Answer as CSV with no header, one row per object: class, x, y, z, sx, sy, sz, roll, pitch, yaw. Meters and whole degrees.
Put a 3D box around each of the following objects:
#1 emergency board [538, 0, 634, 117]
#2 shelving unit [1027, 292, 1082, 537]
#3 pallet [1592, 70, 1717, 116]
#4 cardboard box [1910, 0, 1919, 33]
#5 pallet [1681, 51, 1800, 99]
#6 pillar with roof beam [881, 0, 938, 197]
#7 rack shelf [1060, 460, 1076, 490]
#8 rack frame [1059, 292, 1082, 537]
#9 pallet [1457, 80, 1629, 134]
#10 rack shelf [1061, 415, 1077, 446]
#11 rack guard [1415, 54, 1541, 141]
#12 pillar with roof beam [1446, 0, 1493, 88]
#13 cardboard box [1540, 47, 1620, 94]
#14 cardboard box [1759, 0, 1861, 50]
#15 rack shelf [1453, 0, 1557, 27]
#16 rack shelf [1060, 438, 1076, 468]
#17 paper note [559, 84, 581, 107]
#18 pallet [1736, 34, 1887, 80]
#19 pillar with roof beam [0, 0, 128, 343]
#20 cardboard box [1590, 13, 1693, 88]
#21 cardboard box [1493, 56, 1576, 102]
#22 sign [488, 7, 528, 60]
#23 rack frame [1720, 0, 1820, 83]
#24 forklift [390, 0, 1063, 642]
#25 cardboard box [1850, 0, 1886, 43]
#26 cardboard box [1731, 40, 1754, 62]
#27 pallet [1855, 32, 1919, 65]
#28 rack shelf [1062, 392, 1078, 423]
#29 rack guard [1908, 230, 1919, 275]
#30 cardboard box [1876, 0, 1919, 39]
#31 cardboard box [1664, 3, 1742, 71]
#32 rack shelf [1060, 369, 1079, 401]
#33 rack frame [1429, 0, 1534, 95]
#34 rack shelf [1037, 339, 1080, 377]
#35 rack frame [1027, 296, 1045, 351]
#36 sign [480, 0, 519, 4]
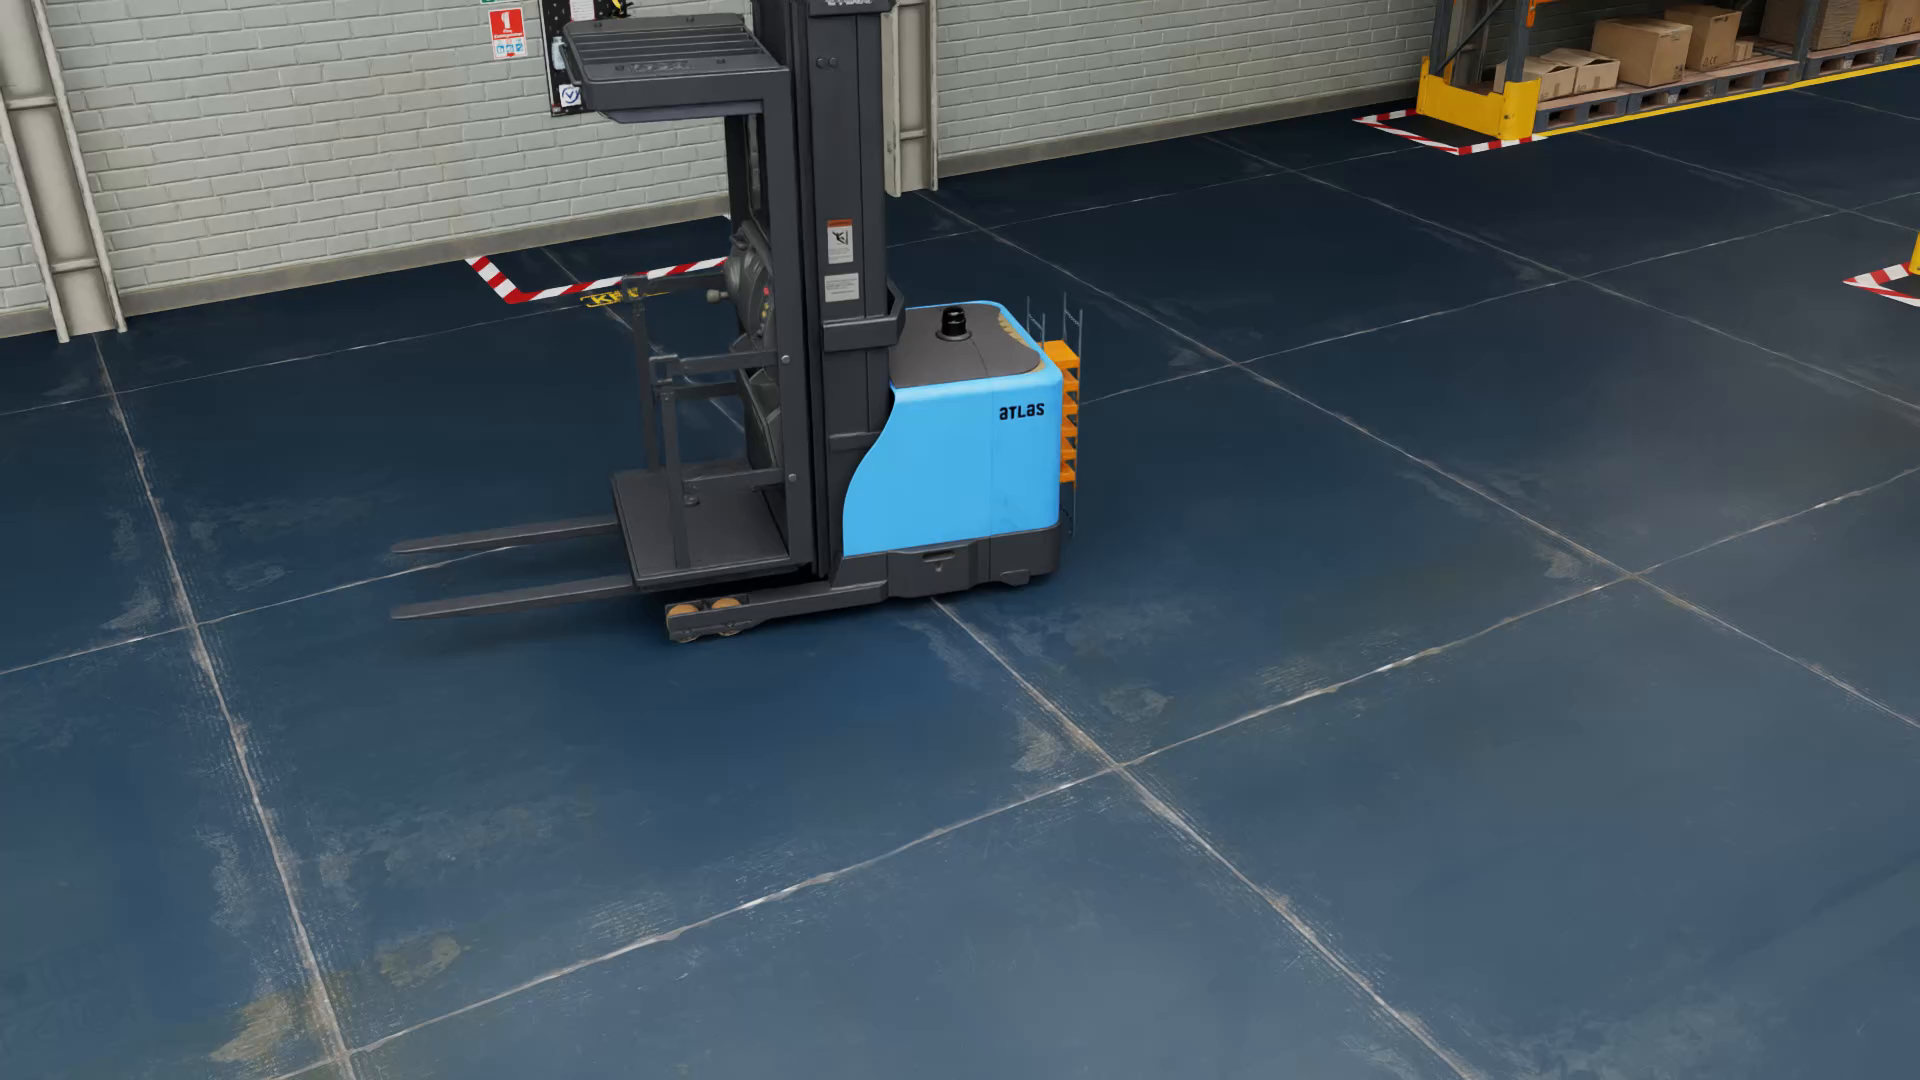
emergency board,-2.571,-3.551,11.579,0.643,1.169,0.194,-16,33,-26
shelving unit,0.442,-0.582,8.063,0.189,1.200,0.258,-8,30,-14
pallet,6.421,-4.355,15.923,1.213,0.211,1.003,-16,33,-26
cardboard box,9.973,-5.724,17.649,0.500,0.500,0.700,-16,33,-27
pallet,7.475,-4.656,16.468,1.213,0.211,1.003,-16,33,-26
pillar with roof beam,1.760,-4.973,7.947,0.400,9.000,9.100,-16,33,-26
rack shelf,0.442,-0.333,8.200,0.180,0.103,0.258,-8,30,-14
rack frame,0.530,-0.594,8.085,0.006,1.200,0.240,-8,30,-14
pallet,5.371,-4.058,15.385,1.213,0.211,1.003,-16,33,-26
rack shelf,0.442,-0.543,8.084,0.180,0.103,0.258,-8,30,-14
rack guard,4.652,-4.001,14.982,0.348,0.500,1.175,-16,33,-26
pillar with roof beam,6.933,-6.441,10.609,0.400,9.000,9.100,-16,33,-26
cardboard box,5.721,-4.363,15.380,0.500,0.311,0.500,-13,31,-22
cardboard box,8.662,-5.341,16.955,0.500,0.500,0.700,-15,32,-25
rack shelf,6.311,-5.251,15.405,4.000,0.370,1.077,-16,33,-26
rack shelf,0.442,-0.438,8.142,0.180,0.103,0.258,-8,30,-14
paper note,-2.758,-3.150,11.766,0.142,0.148,0.016,-16,33,-26
pallet,8.706,-5.026,17.139,1.213,0.211,1.003,-16,33,-26
pillar with roof beam,-3.413,-3.504,5.286,0.400,9.000,9.100,-16,33,-26
cardboard box,6.378,-4.605,15.621,0.500,0.500,0.700,-18,34,-29
cardboard box,5.229,-4.224,15.127,0.500,0.311,0.500,-20,35,-32
sign,-3.100,-3.474,11.403,0.234,0.329,0.001,-16,33,-26
rack frame,8.036,-6.056,16.119,0.127,3.000,1.000,-16,33,-26
forklift,-1.100,-1.112,7.231,3.031,2.935,1.130,-8,30,-14
cardboard box,9.082,-5.488,17.222,0.500,0.500,0.700,-17,33,-27
cardboard box,7.590,-4.864,16.437,0.250,0.166,0.380,-21,35,-33
pallet,9.759,-5.327,17.683,1.213,0.211,1.003,-16,33,-26
rack shelf,0.442,-0.648,8.026,0.180,0.103,0.258,-8,30,-14
rack guard,7.079,-1.914,11.200,0.348,0.500,1.175,-16,33,-26
cardboard box,9.542,-5.596,17.418,0.500,0.500,0.700,-15,32,-26
cardboard box,7.161,-4.883,16.126,0.500,0.500,0.500,-19,34,-30
rack shelf,0.442,-0.753,7.968,0.180,0.103,0.258,-8,30,-14
rack frame,4.587,-5.077,14.344,0.127,3.000,1.000,-16,33,-26
rack shelf,0.442,-0.858,7.910,0.180,0.103,0.258,-8,30,-14
rack frame,0.354,-0.569,8.040,0.006,1.200,0.240,-8,30,-14
sign,-3.091,-3.703,11.270,0.331,0.109,0.001,-16,33,-26
